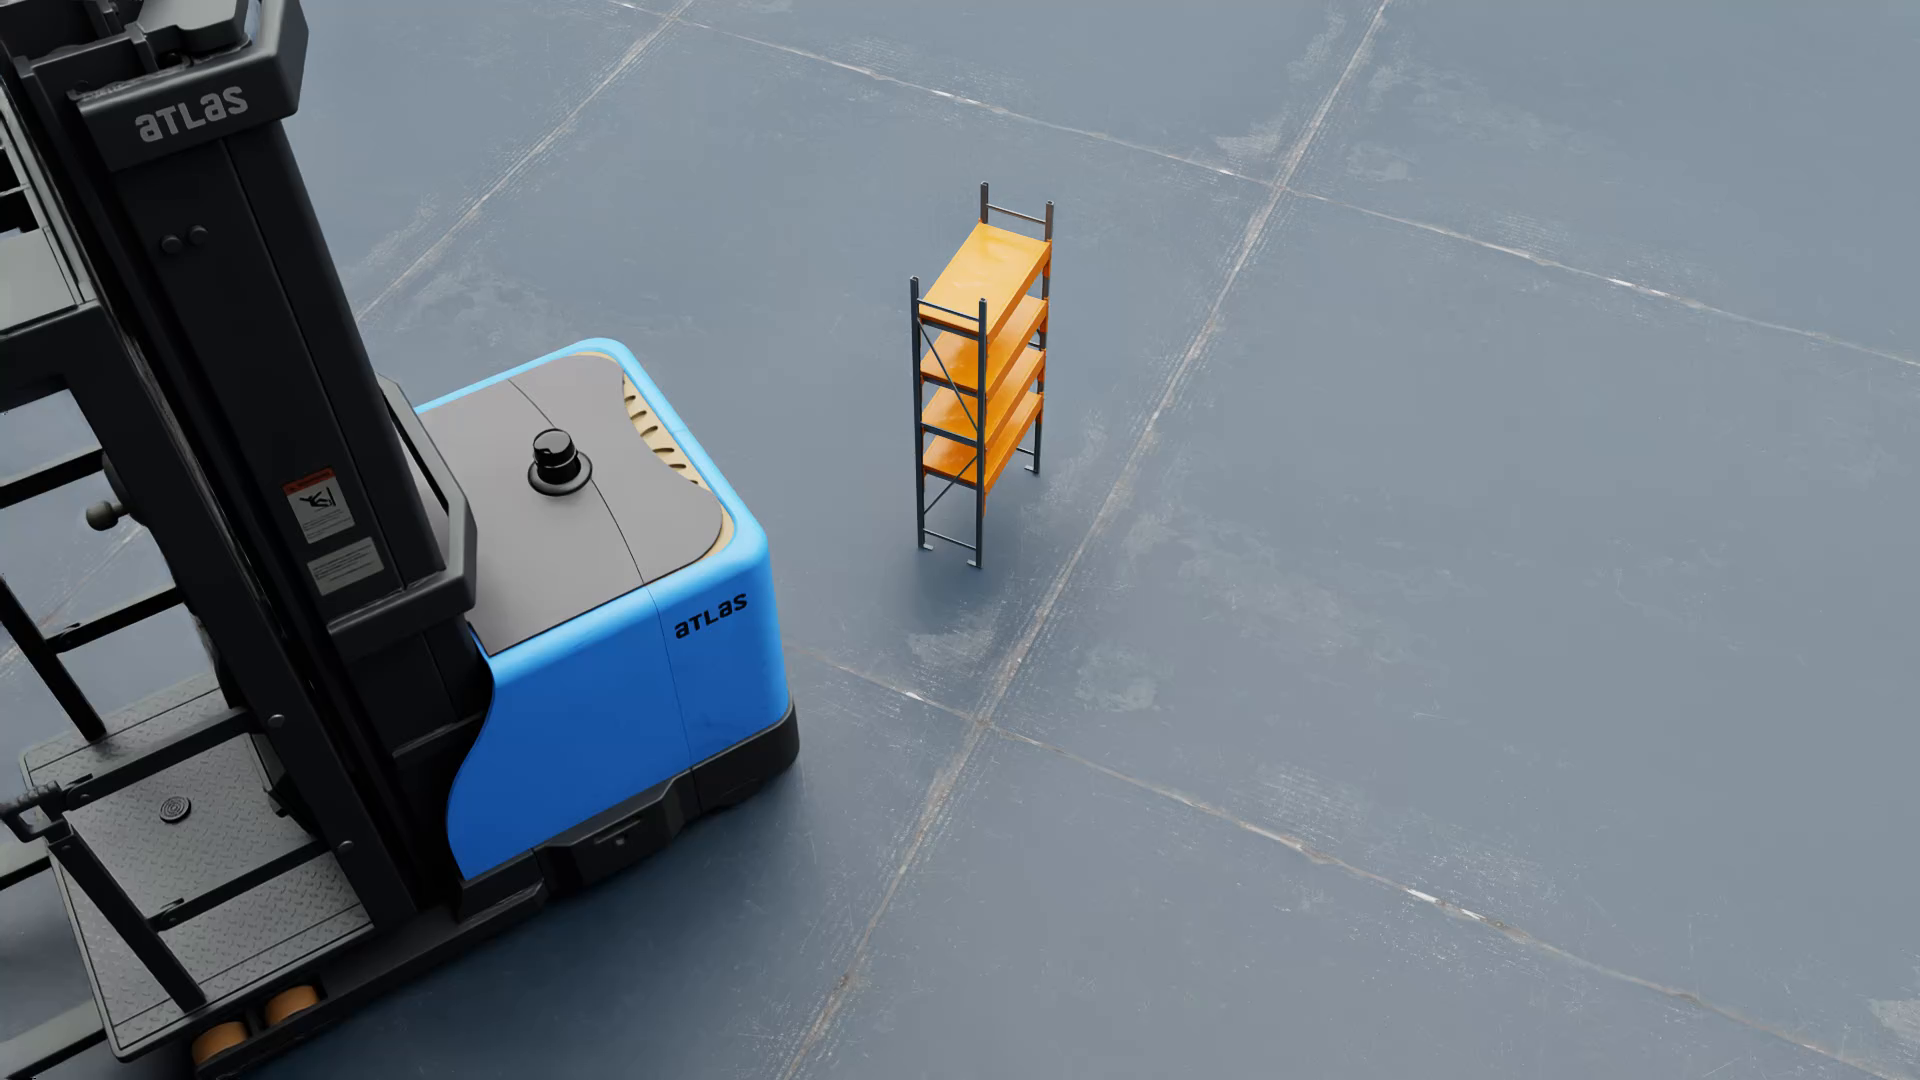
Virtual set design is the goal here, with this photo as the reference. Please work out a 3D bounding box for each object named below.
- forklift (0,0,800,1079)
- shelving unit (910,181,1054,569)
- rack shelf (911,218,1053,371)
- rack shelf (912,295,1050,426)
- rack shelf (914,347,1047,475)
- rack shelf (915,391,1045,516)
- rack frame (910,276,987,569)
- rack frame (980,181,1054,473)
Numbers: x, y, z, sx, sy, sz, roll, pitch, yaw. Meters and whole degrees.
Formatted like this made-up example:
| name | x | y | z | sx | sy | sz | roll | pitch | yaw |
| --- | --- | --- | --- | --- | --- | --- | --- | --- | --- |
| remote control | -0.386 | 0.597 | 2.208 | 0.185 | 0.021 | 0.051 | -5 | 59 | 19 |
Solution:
| name | x | y | z | sx | sy | sz | roll | pitch | yaw |
| --- | --- | --- | --- | --- | --- | --- | --- | --- | --- |
| forklift | -2.010 | 0.045 | 3.787 | 3.031 | 2.935 | 1.130 | -26 | 54 | -20 |
| shelving unit | 0.071 | -0.503 | 5.390 | 0.258 | 1.200 | 0.503 | 20 | 52 | 16 |
| rack shelf | 0.071 | -0.757 | 5.091 | 0.258 | 0.148 | 0.480 | 20 | 52 | 16 |
| rack shelf | 0.071 | -0.604 | 5.271 | 0.258 | 0.148 | 0.480 | 20 | 52 | 16 |
| rack shelf | 0.071 | -0.459 | 5.441 | 0.258 | 0.148 | 0.480 | 20 | 52 | 16 |
| rack shelf | 0.071 | -0.331 | 5.592 | 0.258 | 0.148 | 0.480 | 20 | 52 | 16 |
| rack frame | -0.034 | -0.335 | 5.247 | 0.240 | 1.200 | 0.015 | 20 | 52 | 16 |
| rack frame | 0.175 | -0.671 | 5.533 | 0.240 | 1.200 | 0.015 | 20 | 52 | 16 |
